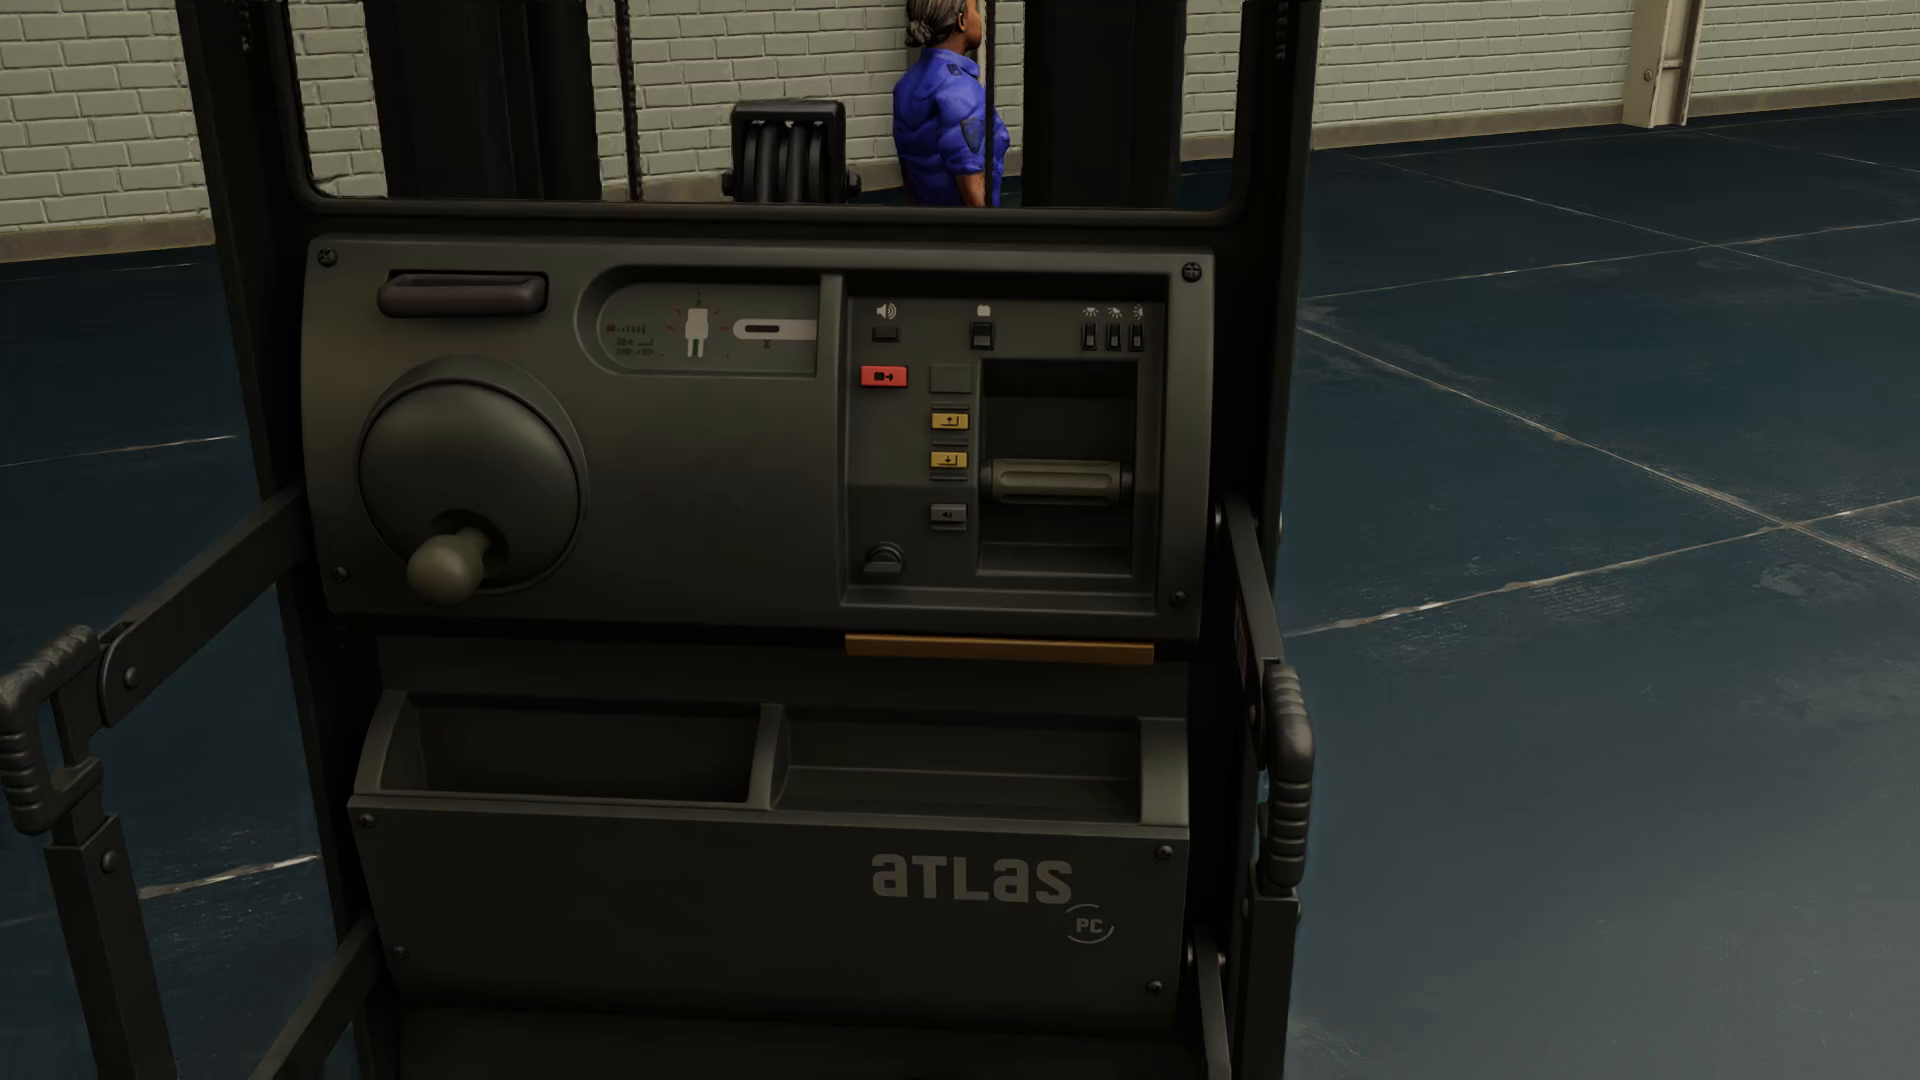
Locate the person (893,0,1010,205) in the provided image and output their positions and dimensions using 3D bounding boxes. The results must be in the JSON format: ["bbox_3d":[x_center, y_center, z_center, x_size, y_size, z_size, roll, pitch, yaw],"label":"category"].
[{"bbox_3d":[0.088,-0.778,4.805,0.503,1.656,0.570,-10,25,-23],"label":"person"}]

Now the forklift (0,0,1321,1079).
[{"bbox_3d":[-0.225,-0.090,1.502,1.130,2.935,3.031,2,23,4],"label":"forklift"}]
